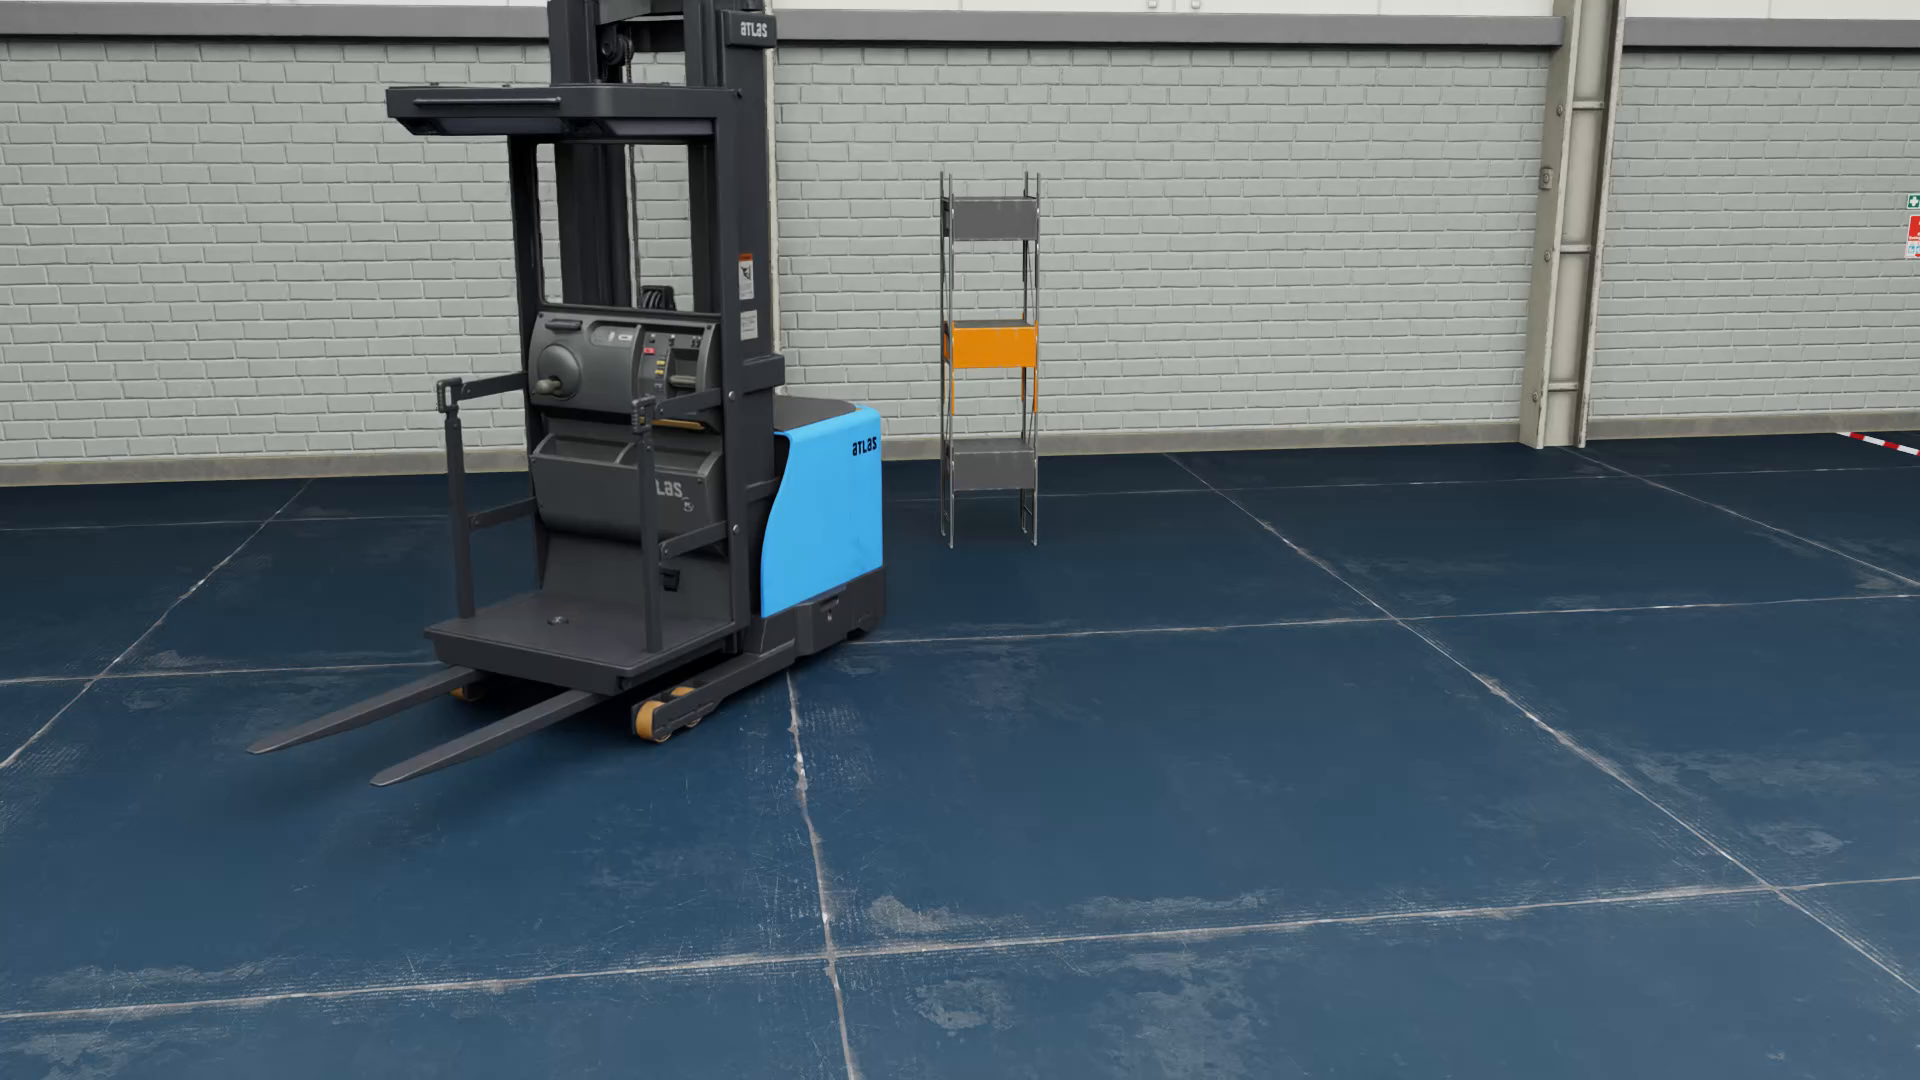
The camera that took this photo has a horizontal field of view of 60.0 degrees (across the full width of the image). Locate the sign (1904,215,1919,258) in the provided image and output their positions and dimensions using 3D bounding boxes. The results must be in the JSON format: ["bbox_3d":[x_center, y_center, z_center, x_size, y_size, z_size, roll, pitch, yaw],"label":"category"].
[{"bbox_3d":[7.408,-2.341,12.817,0.234,0.329,0.001,-2,14,-8],"label":"sign"}]

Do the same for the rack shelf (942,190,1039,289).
[{"bbox_3d":[0.164,-1.690,9.323,0.480,0.518,0.431,-2,14,-8],"label":"rack shelf"}]

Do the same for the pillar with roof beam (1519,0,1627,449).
[{"bbox_3d":[5.127,-4.056,7.397,0.400,9.000,9.100,-2,14,-8],"label":"pillar with roof beam"}]

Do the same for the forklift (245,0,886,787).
[{"bbox_3d":[-1.501,-0.749,6.682,1.130,2.935,3.031,8,16,28],"label":"forklift"}]

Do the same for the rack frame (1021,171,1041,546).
[{"bbox_3d":[0.405,-1.033,9.526,0.015,2.100,0.400,-2,14,-8],"label":"rack frame"}]

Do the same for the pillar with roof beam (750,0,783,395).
[{"bbox_3d":[-0.806,-3.839,6.530,0.400,9.000,9.100,-2,14,-8],"label":"pillar with roof beam"}]

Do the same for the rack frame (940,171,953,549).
[{"bbox_3d":[-0.078,-1.016,9.455,0.015,2.100,0.400,-2,14,-8],"label":"rack frame"}]

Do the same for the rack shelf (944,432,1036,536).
[{"bbox_3d":[0.164,-0.332,9.664,0.480,0.518,0.431,-2,14,-8],"label":"rack shelf"}]

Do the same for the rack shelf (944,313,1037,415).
[{"bbox_3d":[0.164,-1.011,9.494,0.480,0.518,0.431,-2,14,-8],"label":"rack shelf"}]

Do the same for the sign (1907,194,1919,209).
[{"bbox_3d":[7.413,-2.596,12.745,0.331,0.109,0.001,-2,14,-8],"label":"sign"}]

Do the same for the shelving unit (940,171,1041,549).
[{"bbox_3d":[0.164,-1.024,9.490,0.503,2.100,0.431,-2,14,-8],"label":"shelving unit"}]
